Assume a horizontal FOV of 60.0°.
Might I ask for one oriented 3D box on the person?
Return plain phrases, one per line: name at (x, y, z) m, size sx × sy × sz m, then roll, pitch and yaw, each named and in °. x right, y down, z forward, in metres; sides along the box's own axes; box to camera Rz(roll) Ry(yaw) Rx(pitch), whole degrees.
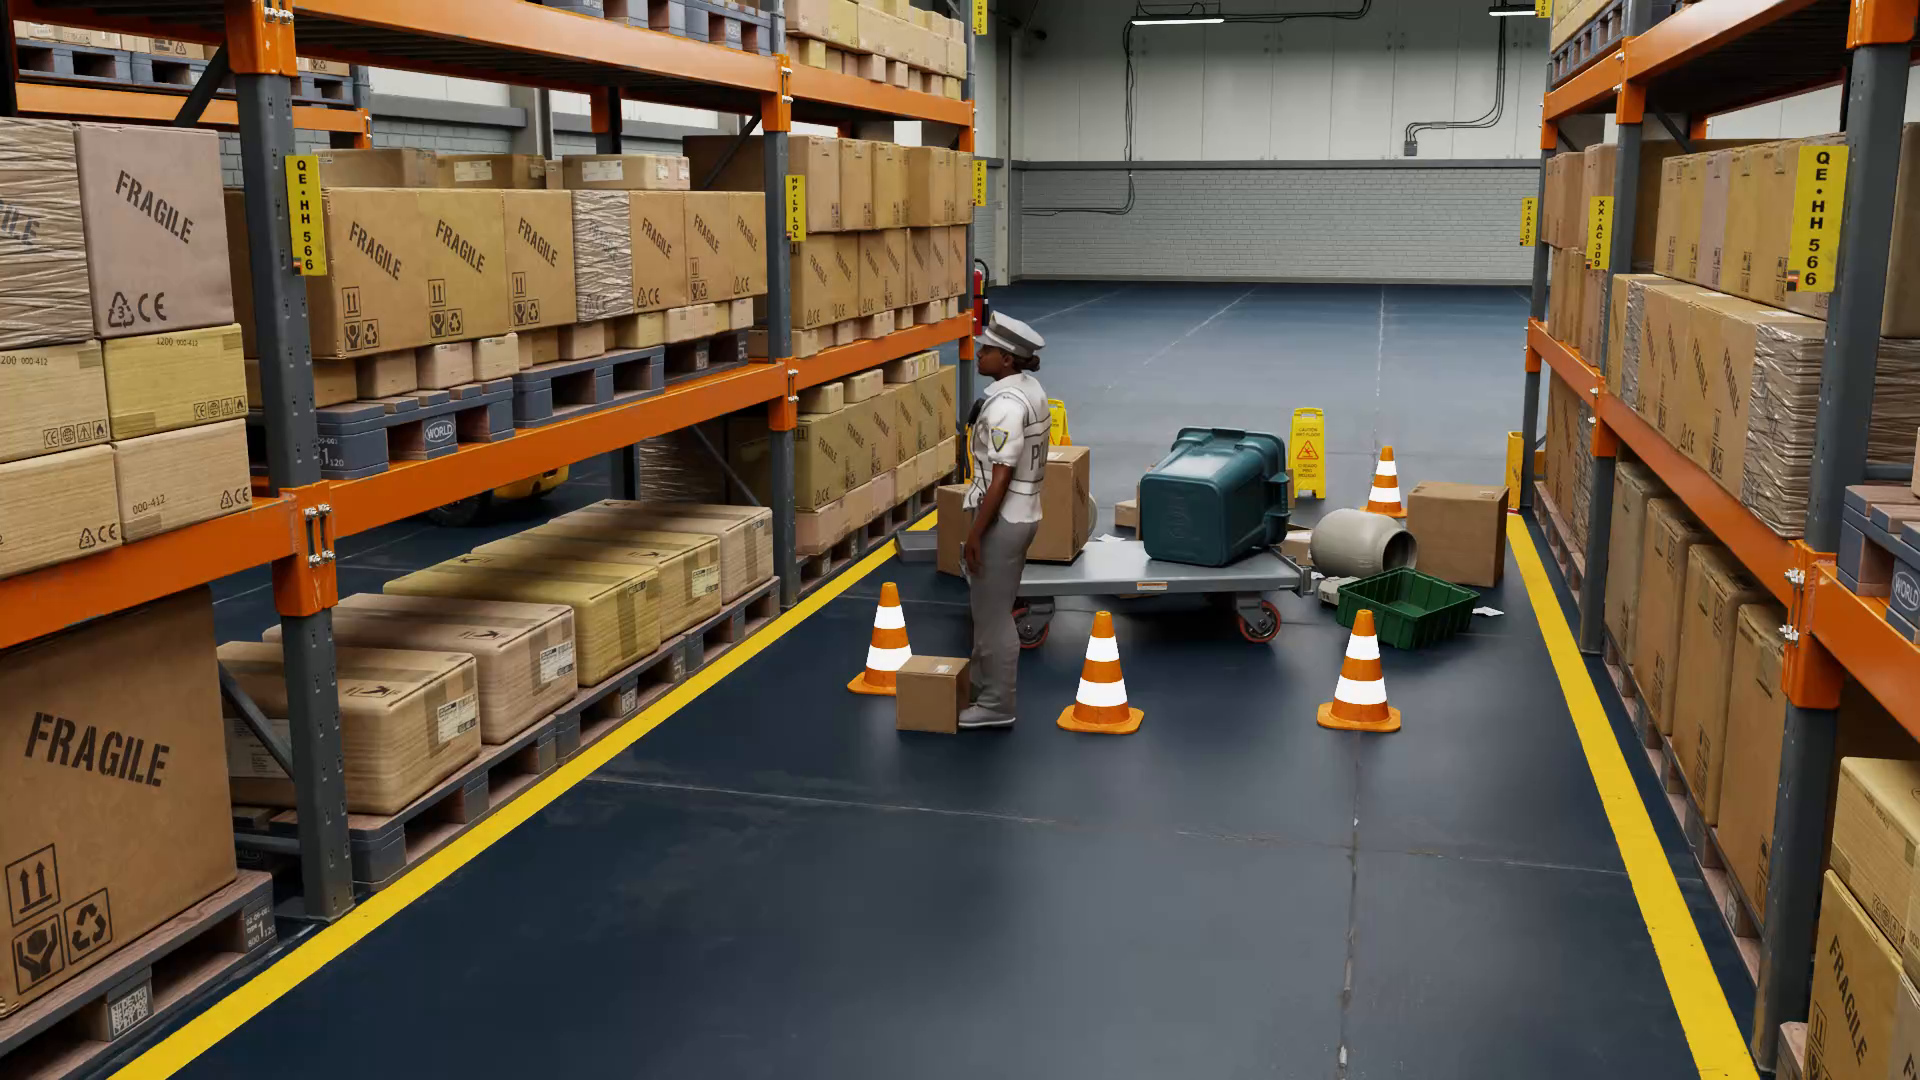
person at (0.097, -0.077, 6.698) m, size 0.530 × 1.695 × 0.570 m, roll 3°, pitch 12°, yaw 14°
